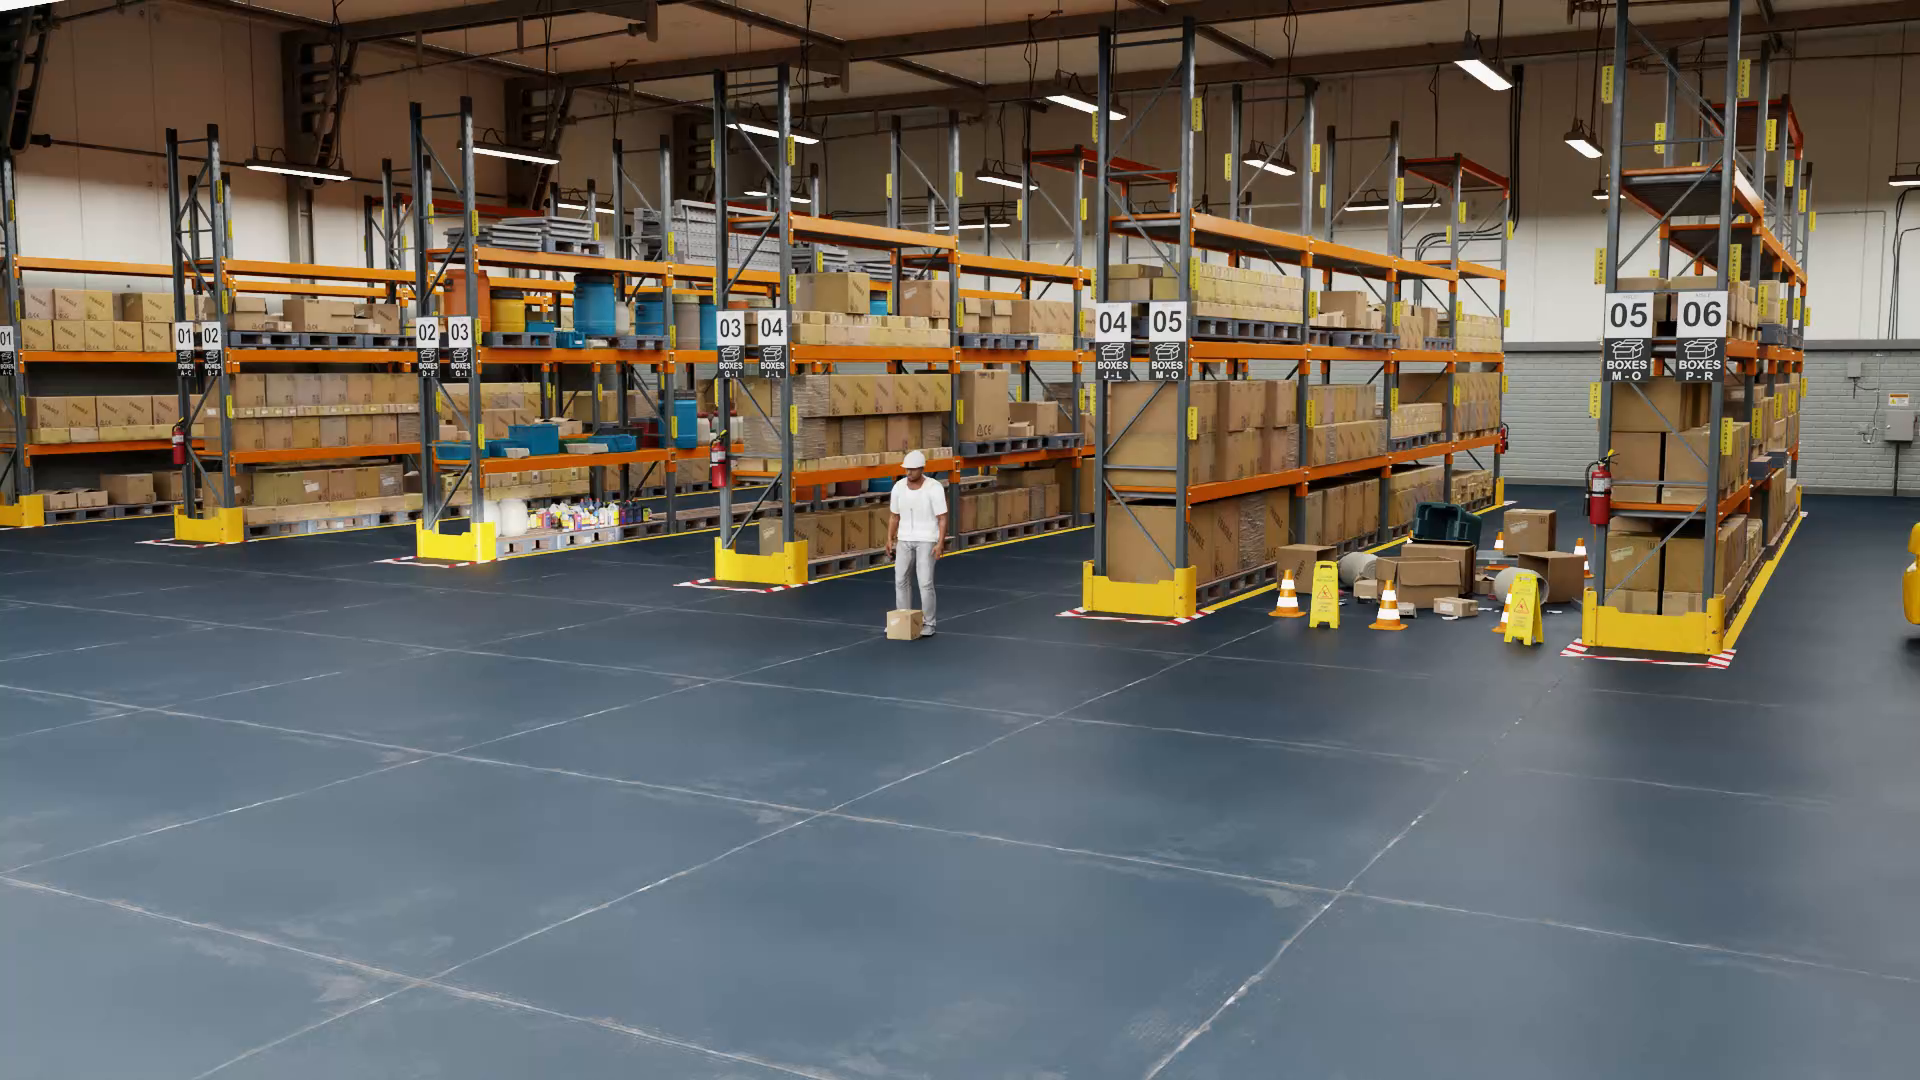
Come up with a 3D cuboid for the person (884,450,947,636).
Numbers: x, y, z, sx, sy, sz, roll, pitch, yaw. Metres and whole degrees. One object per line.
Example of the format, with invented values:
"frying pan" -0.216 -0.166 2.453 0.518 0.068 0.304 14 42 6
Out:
"person" -0.423 0.024 15.815 0.626 1.760 0.458 3 7 27
